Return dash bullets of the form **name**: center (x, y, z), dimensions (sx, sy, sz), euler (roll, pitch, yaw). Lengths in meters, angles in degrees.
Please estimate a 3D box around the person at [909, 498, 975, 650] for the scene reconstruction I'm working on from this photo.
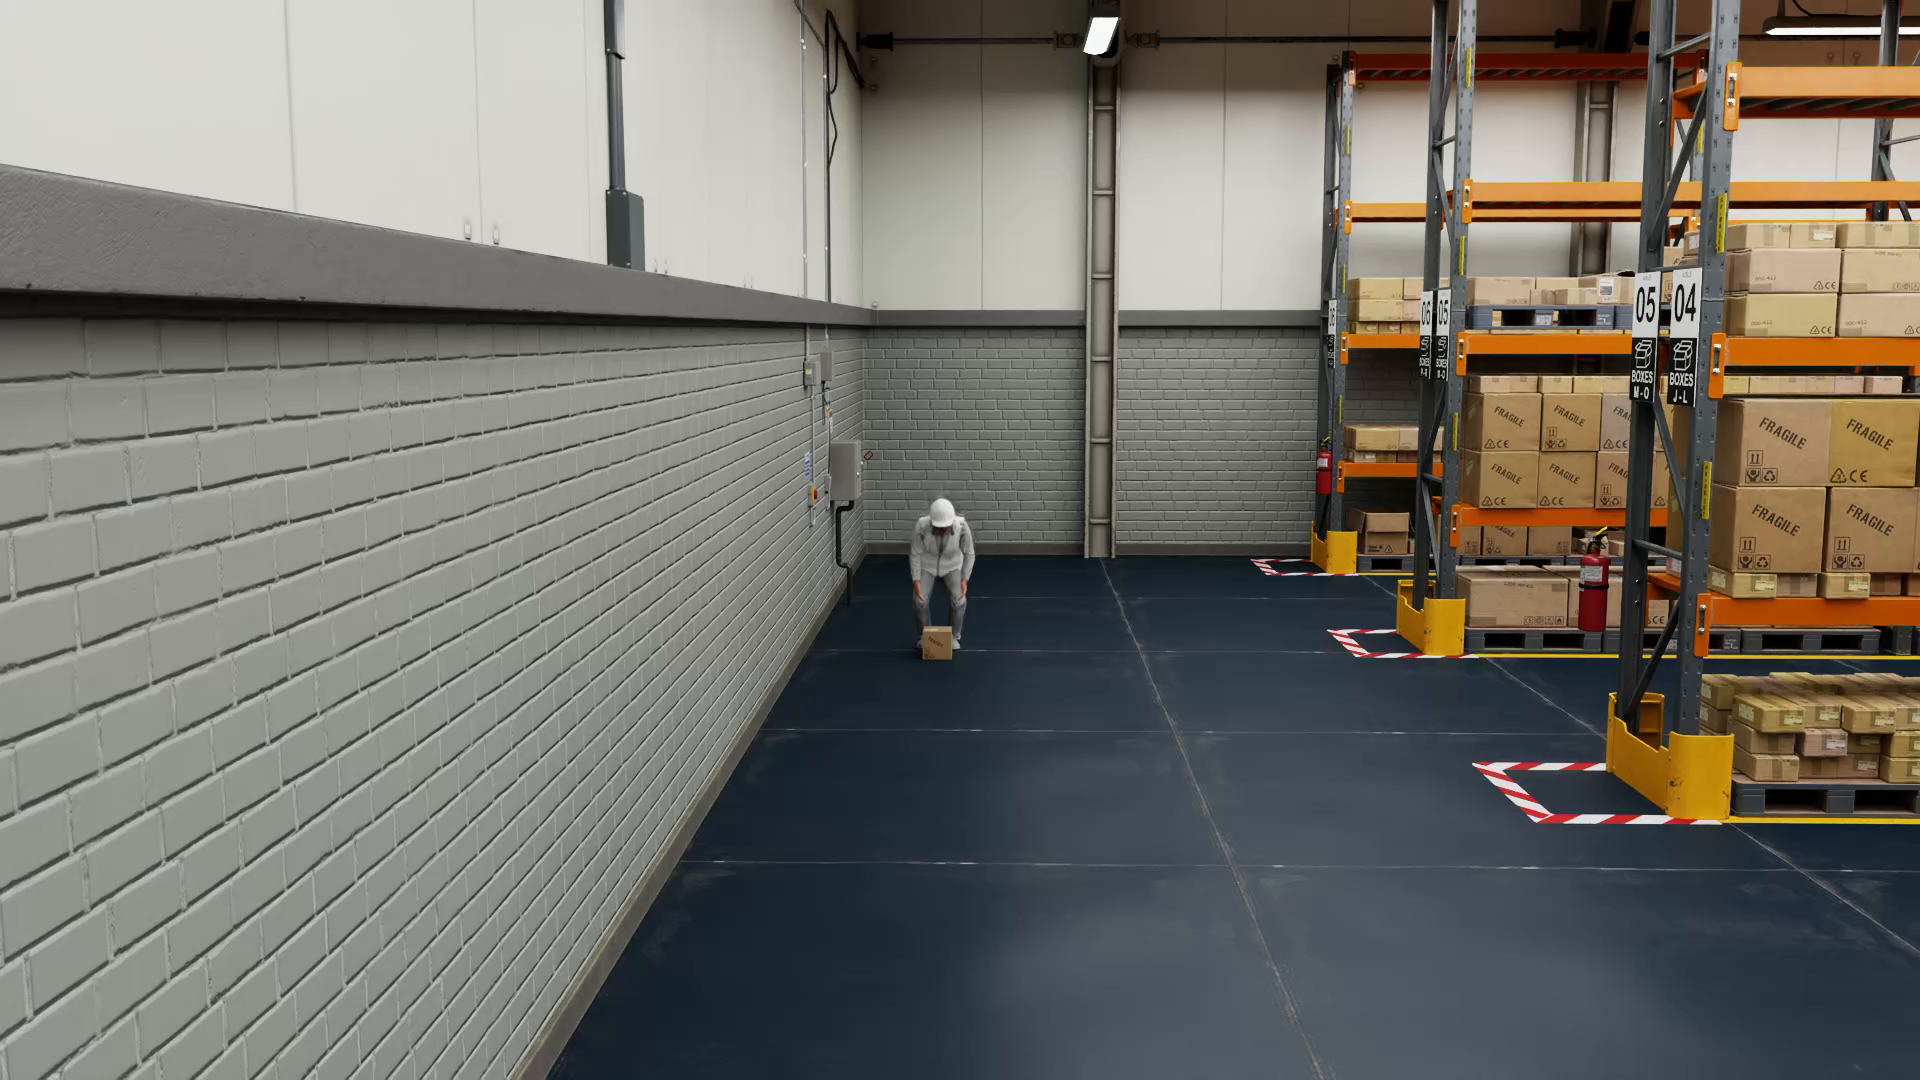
- **person**: center (-0.157, 0.292, 14.898), dimensions (0.590, 1.390, 0.785), euler (0, 7, 1)
